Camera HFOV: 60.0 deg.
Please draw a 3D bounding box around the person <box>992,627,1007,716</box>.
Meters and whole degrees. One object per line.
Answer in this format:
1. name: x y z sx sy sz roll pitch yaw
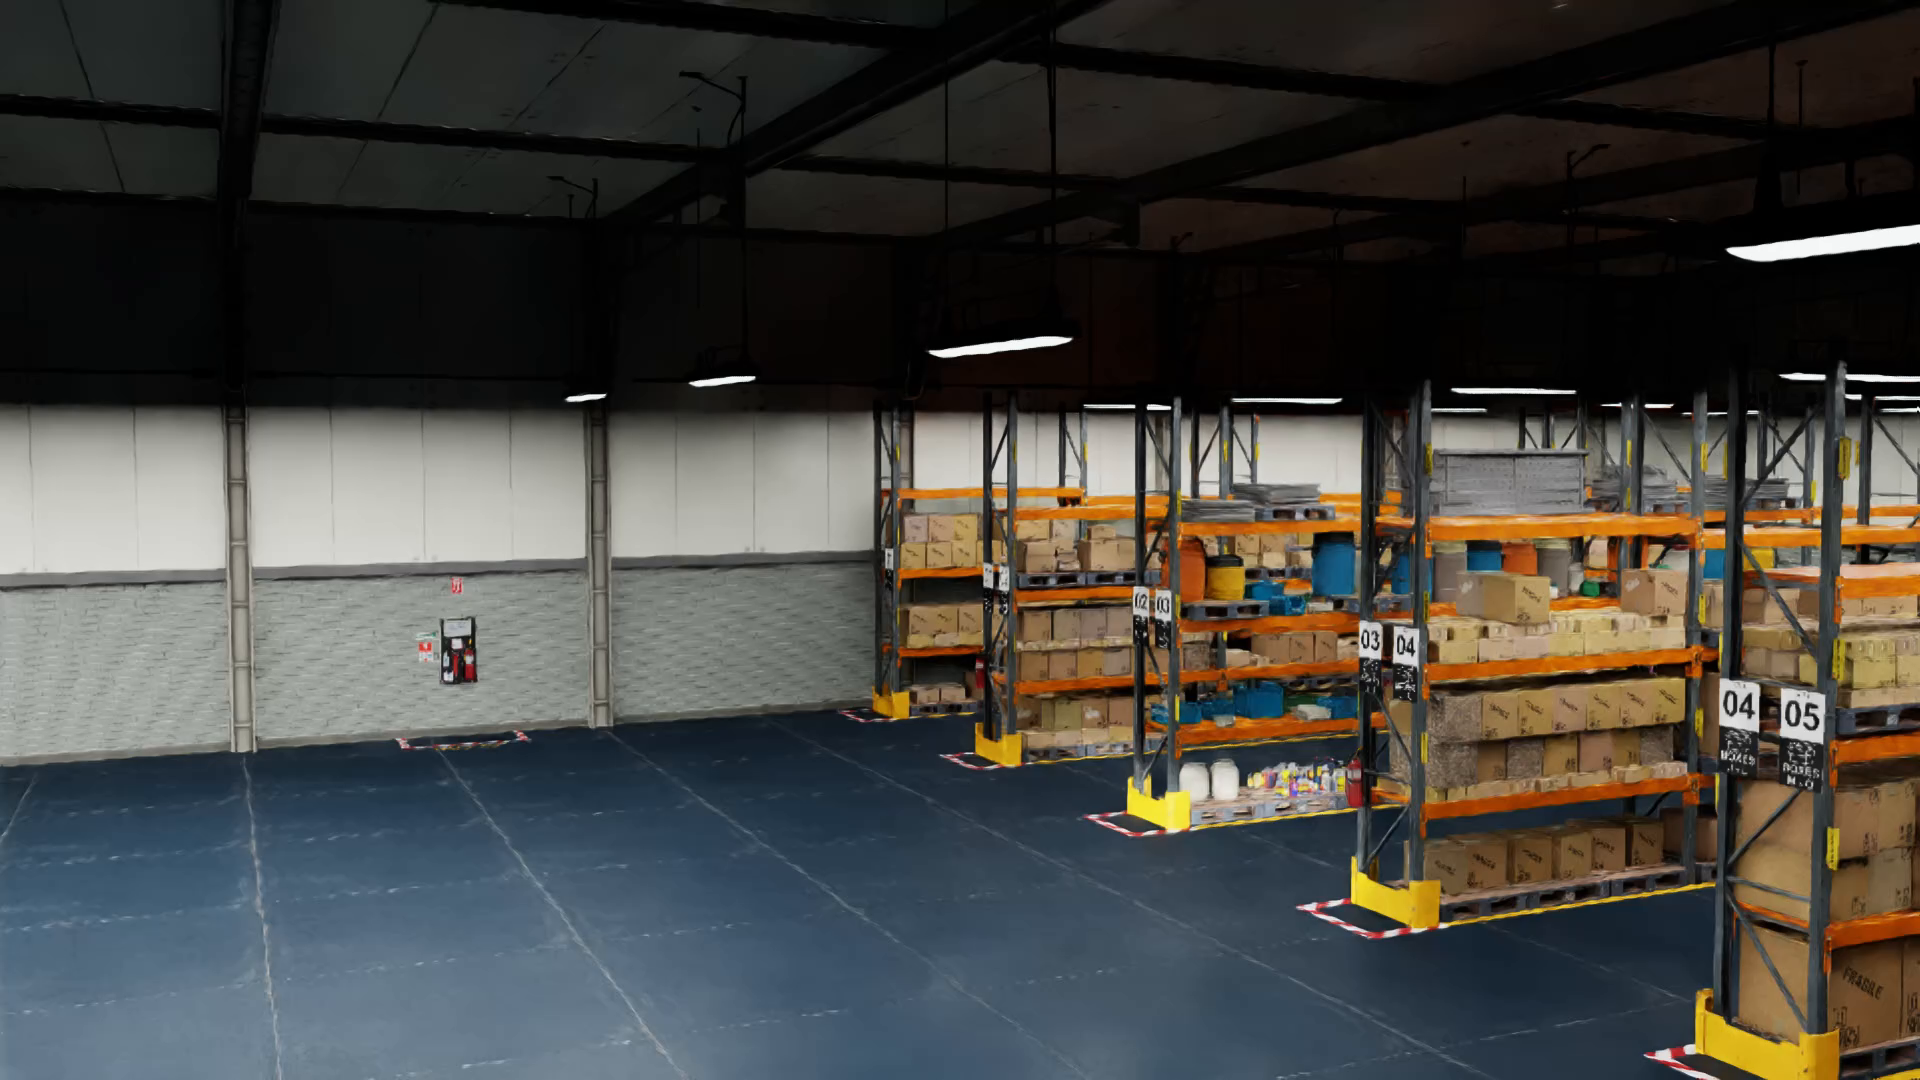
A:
1. person: 0.854 2.463 31.148 0.445 1.662 0.575 3 4 39
